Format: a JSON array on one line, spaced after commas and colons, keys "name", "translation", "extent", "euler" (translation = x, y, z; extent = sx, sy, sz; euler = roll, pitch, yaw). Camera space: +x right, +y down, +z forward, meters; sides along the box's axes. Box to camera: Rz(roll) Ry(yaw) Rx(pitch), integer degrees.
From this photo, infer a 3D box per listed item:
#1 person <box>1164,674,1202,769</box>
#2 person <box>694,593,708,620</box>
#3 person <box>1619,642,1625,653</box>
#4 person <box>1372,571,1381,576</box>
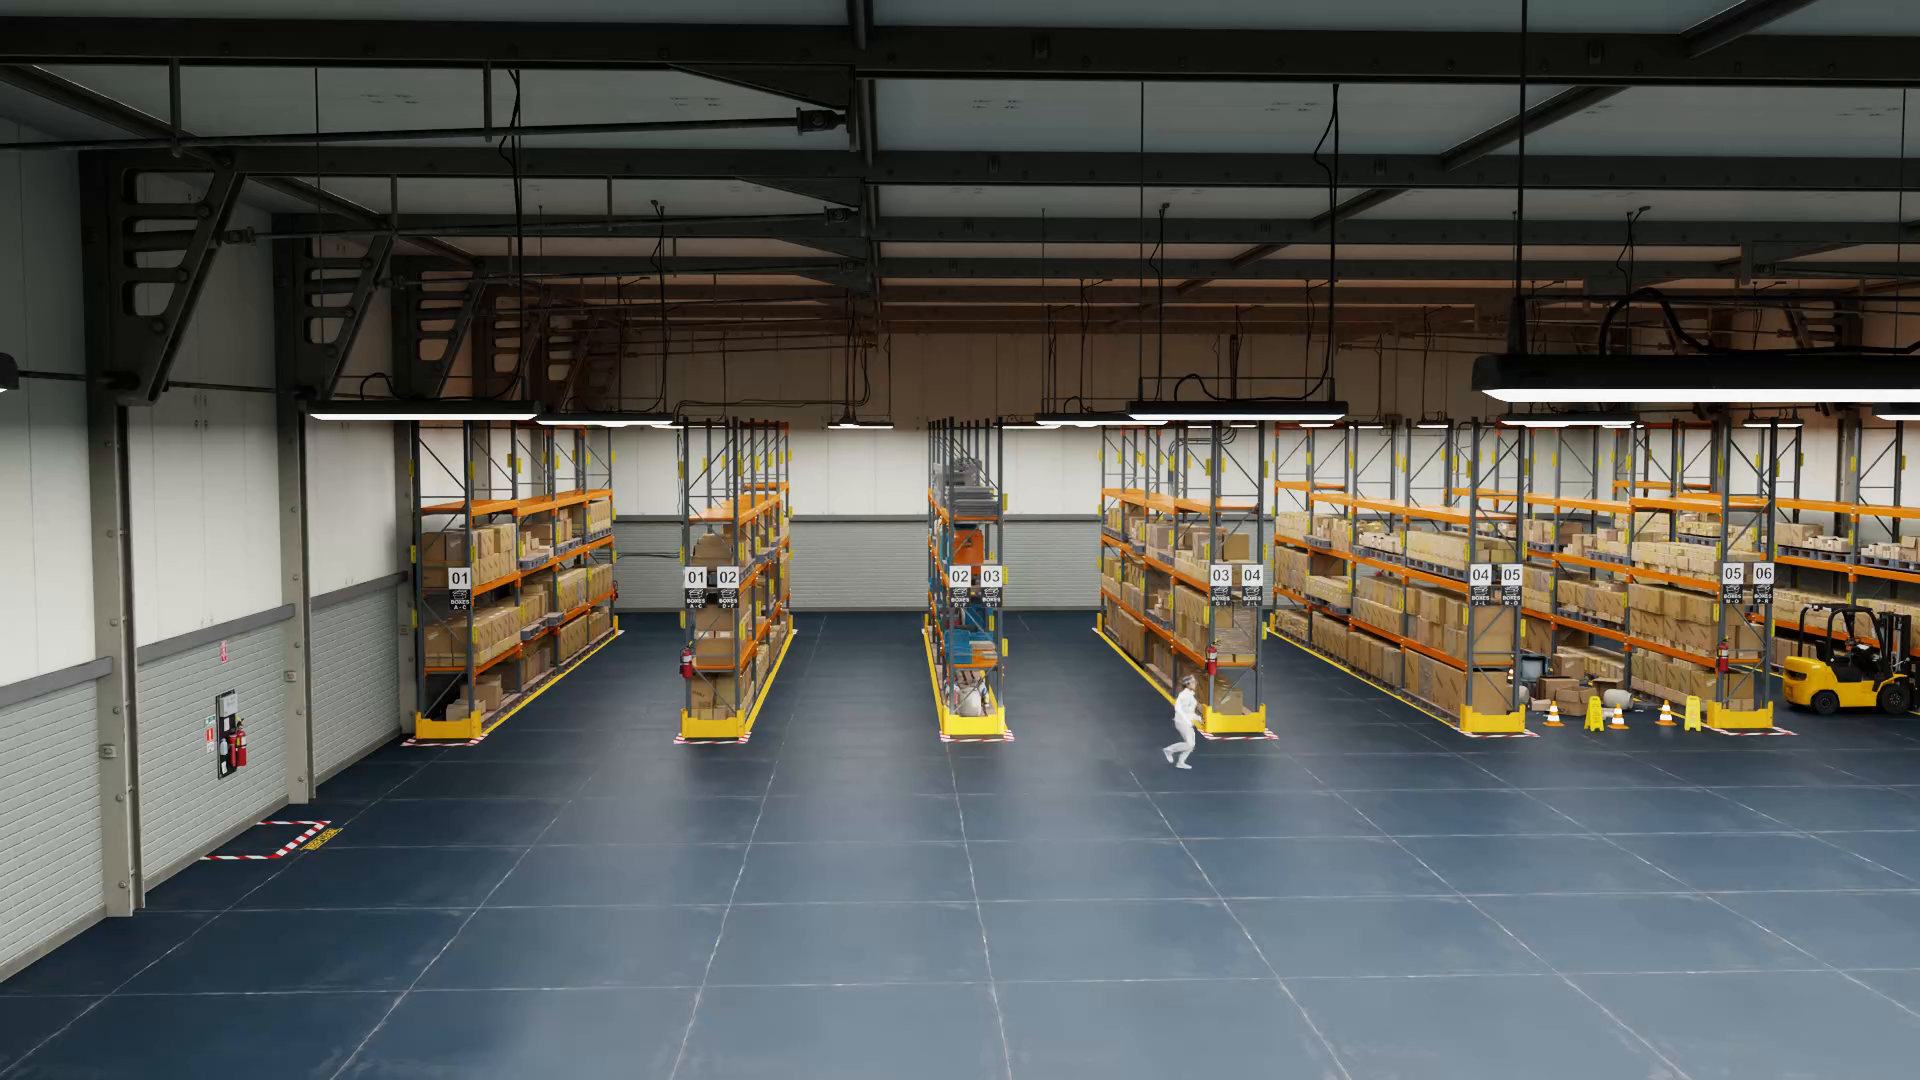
[{"name": "person", "translation": [3.772, 3.076, 28.223], "extent": [0.597, 1.622, 0.616], "euler": [2, 4, 24]}, {"name": "person", "translation": [-7.305, 1.675, 48.318], "extent": [0.908, 1.755, 0.651], "euler": [0, 4, 5]}, {"name": "person", "translation": [17.241, 2.044, 42.449], "extent": [0.690, 1.752, 1.063], "euler": [-1, 4, -13]}, {"name": "person", "translation": [11.763, 1.766, 46.847], "extent": [0.654, 1.788, 0.987], "euler": [-2, 4, -31]}]
